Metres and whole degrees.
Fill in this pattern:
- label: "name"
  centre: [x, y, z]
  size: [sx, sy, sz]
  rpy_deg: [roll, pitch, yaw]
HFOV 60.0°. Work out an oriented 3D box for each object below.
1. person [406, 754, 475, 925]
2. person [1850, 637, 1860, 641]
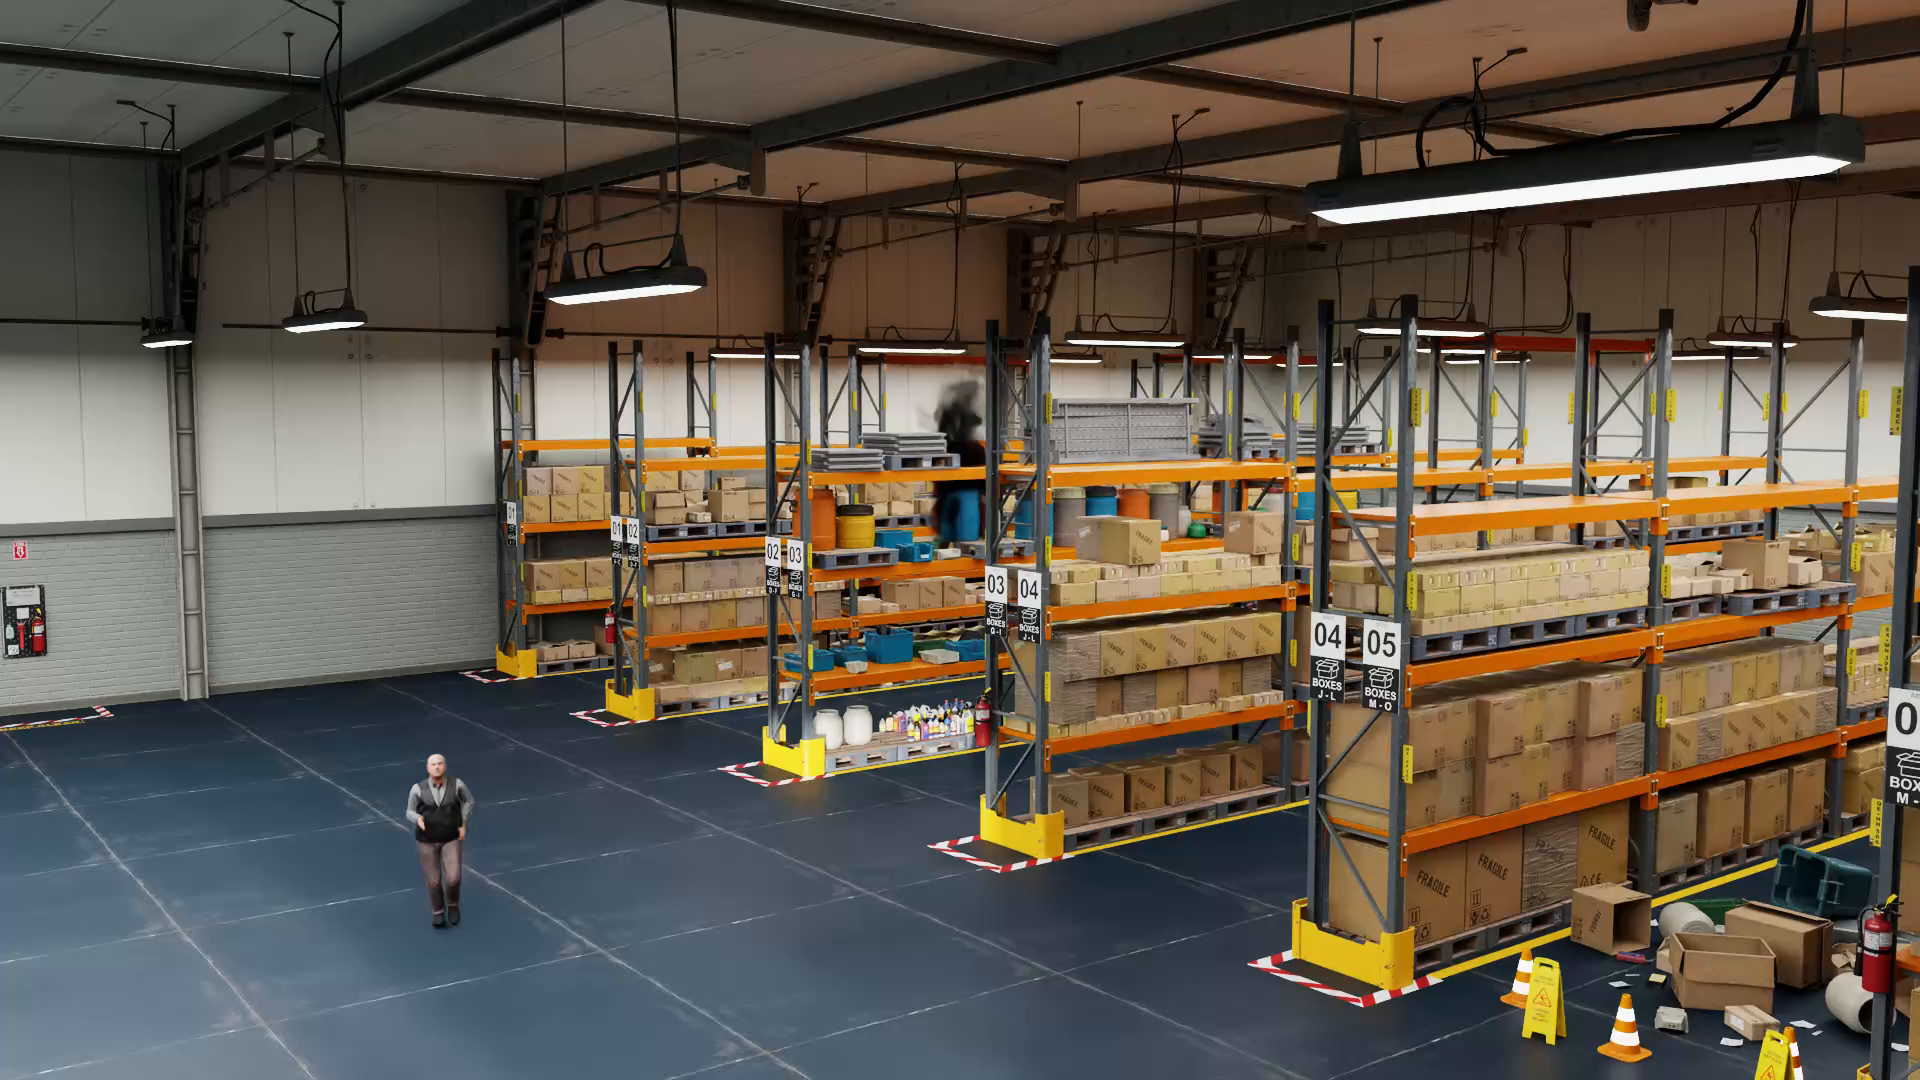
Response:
- label: "person"
  centre: [-4.999, 2.909, 16.007]
  size: [0.638, 1.686, 0.638]
  rpy_deg: [-1, 5, -15]
- label: "person"
  centre: [12.986, 2.224, 24.249]
  size: [0.560, 1.626, 0.568]
  rpy_deg: [-4, 6, -38]
